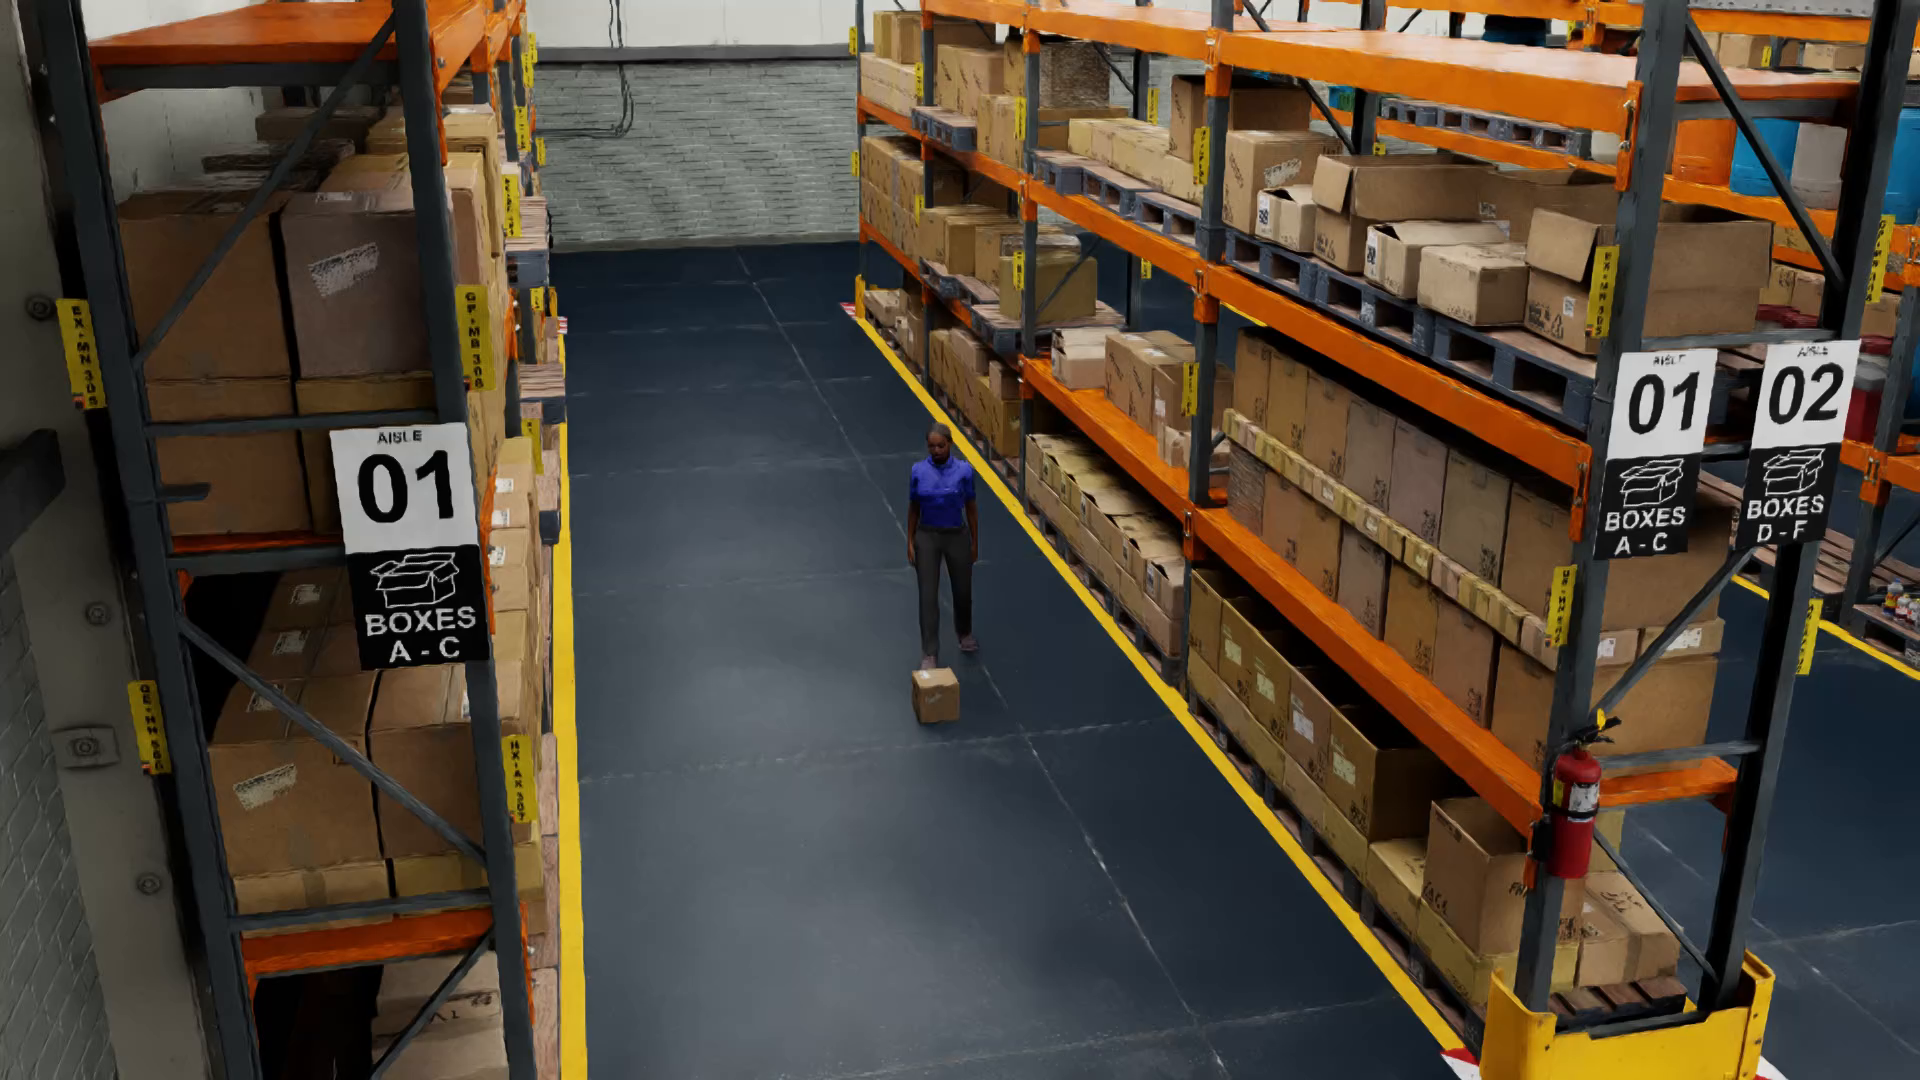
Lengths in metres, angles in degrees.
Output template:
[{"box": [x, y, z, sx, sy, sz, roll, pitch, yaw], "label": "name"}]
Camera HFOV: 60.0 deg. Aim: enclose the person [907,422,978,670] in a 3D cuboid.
[{"box": [-0.118, 0.020, 10.990, 0.463, 1.656, 0.654, 1, 20, 3], "label": "person"}]
